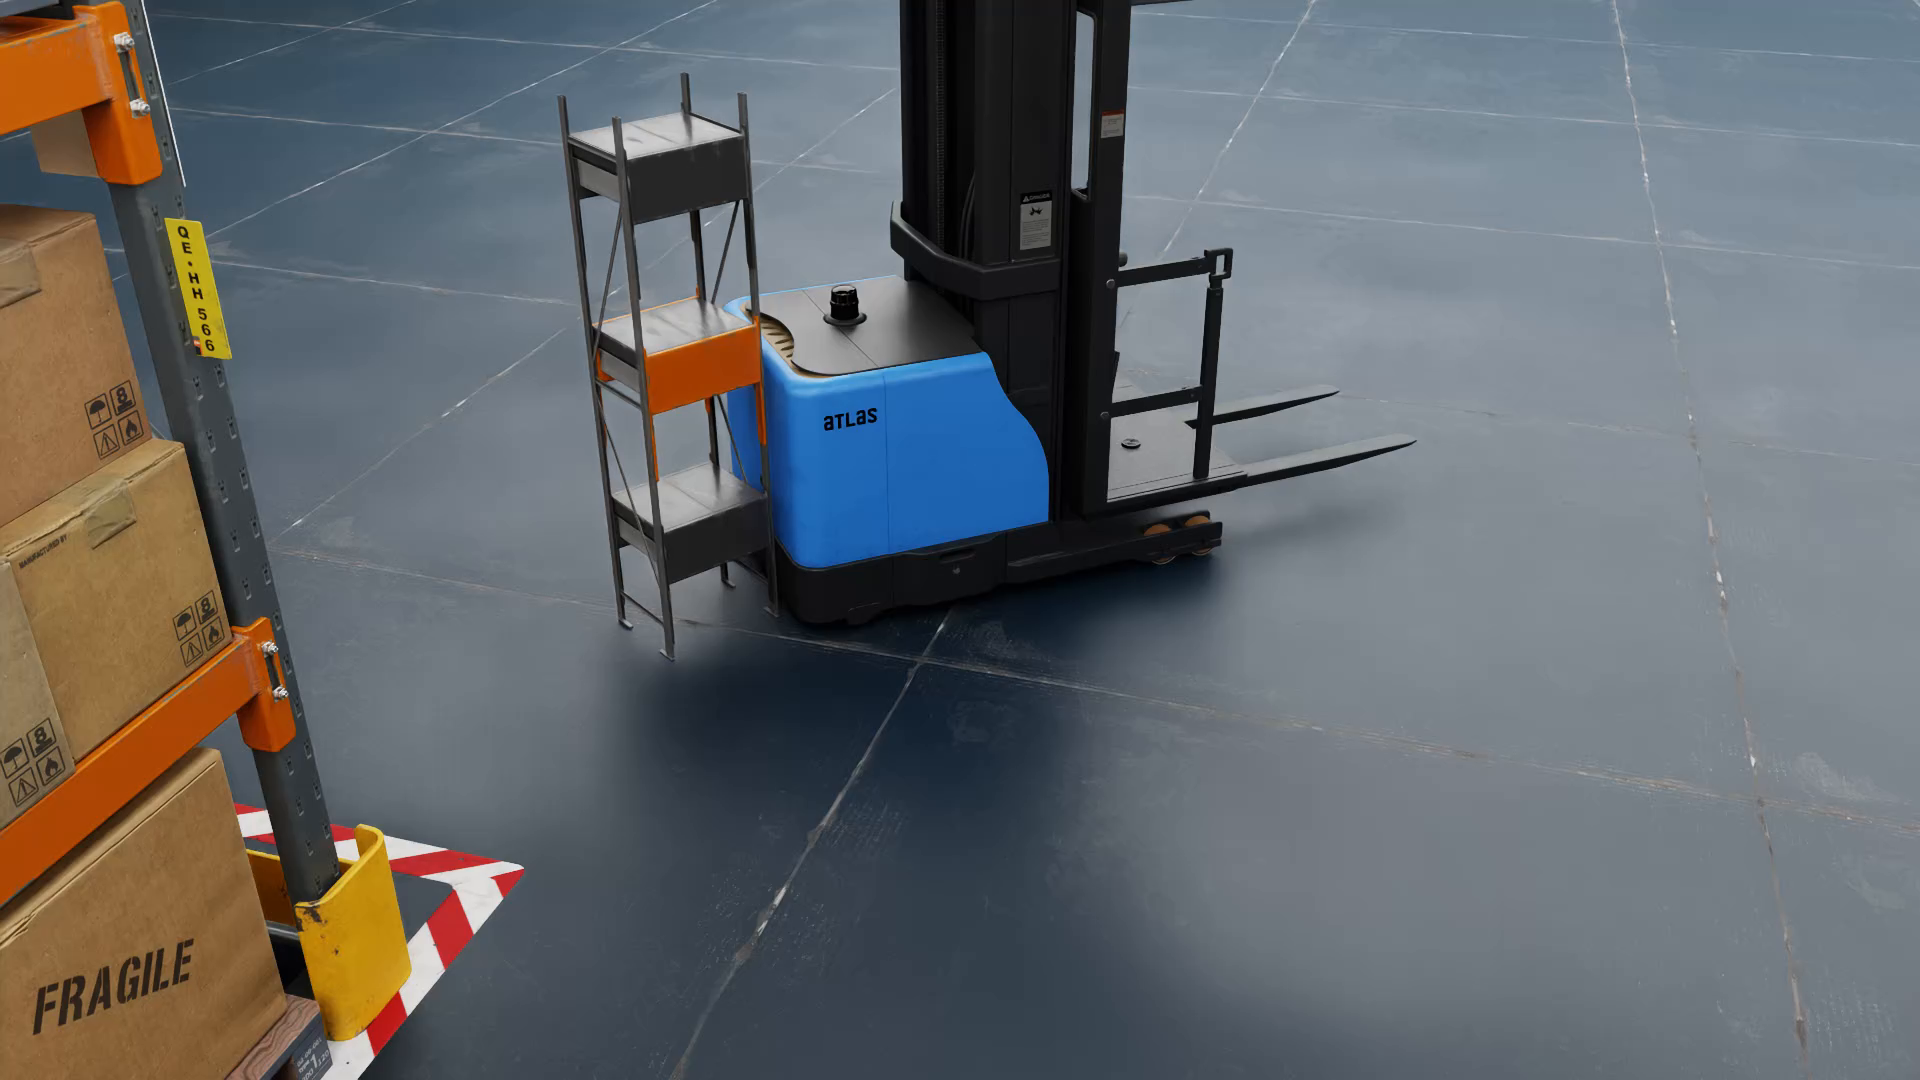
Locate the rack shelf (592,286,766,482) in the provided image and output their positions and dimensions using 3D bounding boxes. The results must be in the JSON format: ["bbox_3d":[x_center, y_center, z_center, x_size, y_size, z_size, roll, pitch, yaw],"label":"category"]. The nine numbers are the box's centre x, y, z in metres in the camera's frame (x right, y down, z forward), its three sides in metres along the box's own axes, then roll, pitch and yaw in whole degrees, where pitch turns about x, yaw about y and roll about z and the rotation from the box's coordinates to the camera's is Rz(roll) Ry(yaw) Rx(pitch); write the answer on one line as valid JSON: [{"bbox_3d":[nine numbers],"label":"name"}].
[{"bbox_3d":[-1.049,-0.588,6.176,0.480,0.518,0.431,-22,36,-34],"label":"rack shelf"}]

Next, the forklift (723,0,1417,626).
[{"bbox_3d":[0.572,-1.401,6.753,3.031,2.935,1.130,-12,31,-20],"label":"forklift"}]

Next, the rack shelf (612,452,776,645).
[{"bbox_3d":[-1.049,0.023,6.516,0.480,0.518,0.431,-22,36,-34],"label":"rack shelf"}]

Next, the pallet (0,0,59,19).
[{"bbox_3d":[-2.438,-0.963,2.901,1.003,0.211,1.213,8,30,15],"label":"pallet"}]

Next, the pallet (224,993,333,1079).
[{"bbox_3d":[-2.390,1.565,4.221,1.003,0.211,1.213,8,30,15],"label":"pallet"}]

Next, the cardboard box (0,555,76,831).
[{"bbox_3d":[-2.436,0.335,3.407,0.875,0.550,0.550,8,30,15],"label":"cardboard box"}]

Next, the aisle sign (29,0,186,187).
[{"bbox_3d":[-1.922,-1.163,3.581,0.394,0.787,0.004,8,30,15],"label":"aisle sign"}]

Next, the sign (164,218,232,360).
[{"bbox_3d":[-1.715,-0.562,3.741,0.100,0.325,0.005,8,30,15],"label":"sign"}]

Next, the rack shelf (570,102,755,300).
[{"bbox_3d":[-1.049,-1.200,5.836,0.480,0.518,0.431,-22,36,-34],"label":"rack shelf"}]

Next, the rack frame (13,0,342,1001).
[{"bbox_3d":[-2.230,-0.037,4.231,1.000,3.000,0.127,8,30,15],"label":"rack frame"}]

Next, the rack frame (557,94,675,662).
[{"bbox_3d":[-1.235,-0.524,6.031,0.015,2.100,0.400,-22,36,-34],"label":"rack frame"}]

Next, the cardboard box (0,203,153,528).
[{"bbox_3d":[-2.376,-0.407,3.632,0.875,0.550,0.550,8,30,15],"label":"cardboard box"}]

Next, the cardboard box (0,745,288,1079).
[{"bbox_3d":[-2.366,1.033,4.062,0.875,0.875,0.875,9,30,15],"label":"cardboard box"}]

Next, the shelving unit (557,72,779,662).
[{"bbox_3d":[-1.049,-0.600,6.169,0.503,2.100,0.431,-22,36,-34],"label":"shelving unit"}]

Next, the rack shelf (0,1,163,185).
[{"bbox_3d":[-2.817,-0.104,2.006,1.077,0.370,4.000,8,30,15],"label":"rack shelf"}]

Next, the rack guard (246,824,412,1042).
[{"bbox_3d":[-2.223,1.044,4.858,1.175,0.500,0.348,8,30,15],"label":"rack guard"}]

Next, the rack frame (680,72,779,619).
[{"bbox_3d":[-0.863,-0.677,6.307,0.015,2.100,0.400,-22,36,-34],"label":"rack frame"}]

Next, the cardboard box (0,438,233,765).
[{"bbox_3d":[-2.295,0.077,3.873,0.875,0.550,0.550,8,30,15],"label":"cardboard box"}]

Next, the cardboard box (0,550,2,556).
[{"bbox_3d":[-2.449,-0.139,3.148,0.875,0.550,0.550,8,30,15],"label":"cardboard box"}]

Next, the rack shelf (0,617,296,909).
[{"bbox_3d":[-2.817,1.207,2.735,1.077,0.370,4.000,8,30,15],"label":"rack shelf"}]
